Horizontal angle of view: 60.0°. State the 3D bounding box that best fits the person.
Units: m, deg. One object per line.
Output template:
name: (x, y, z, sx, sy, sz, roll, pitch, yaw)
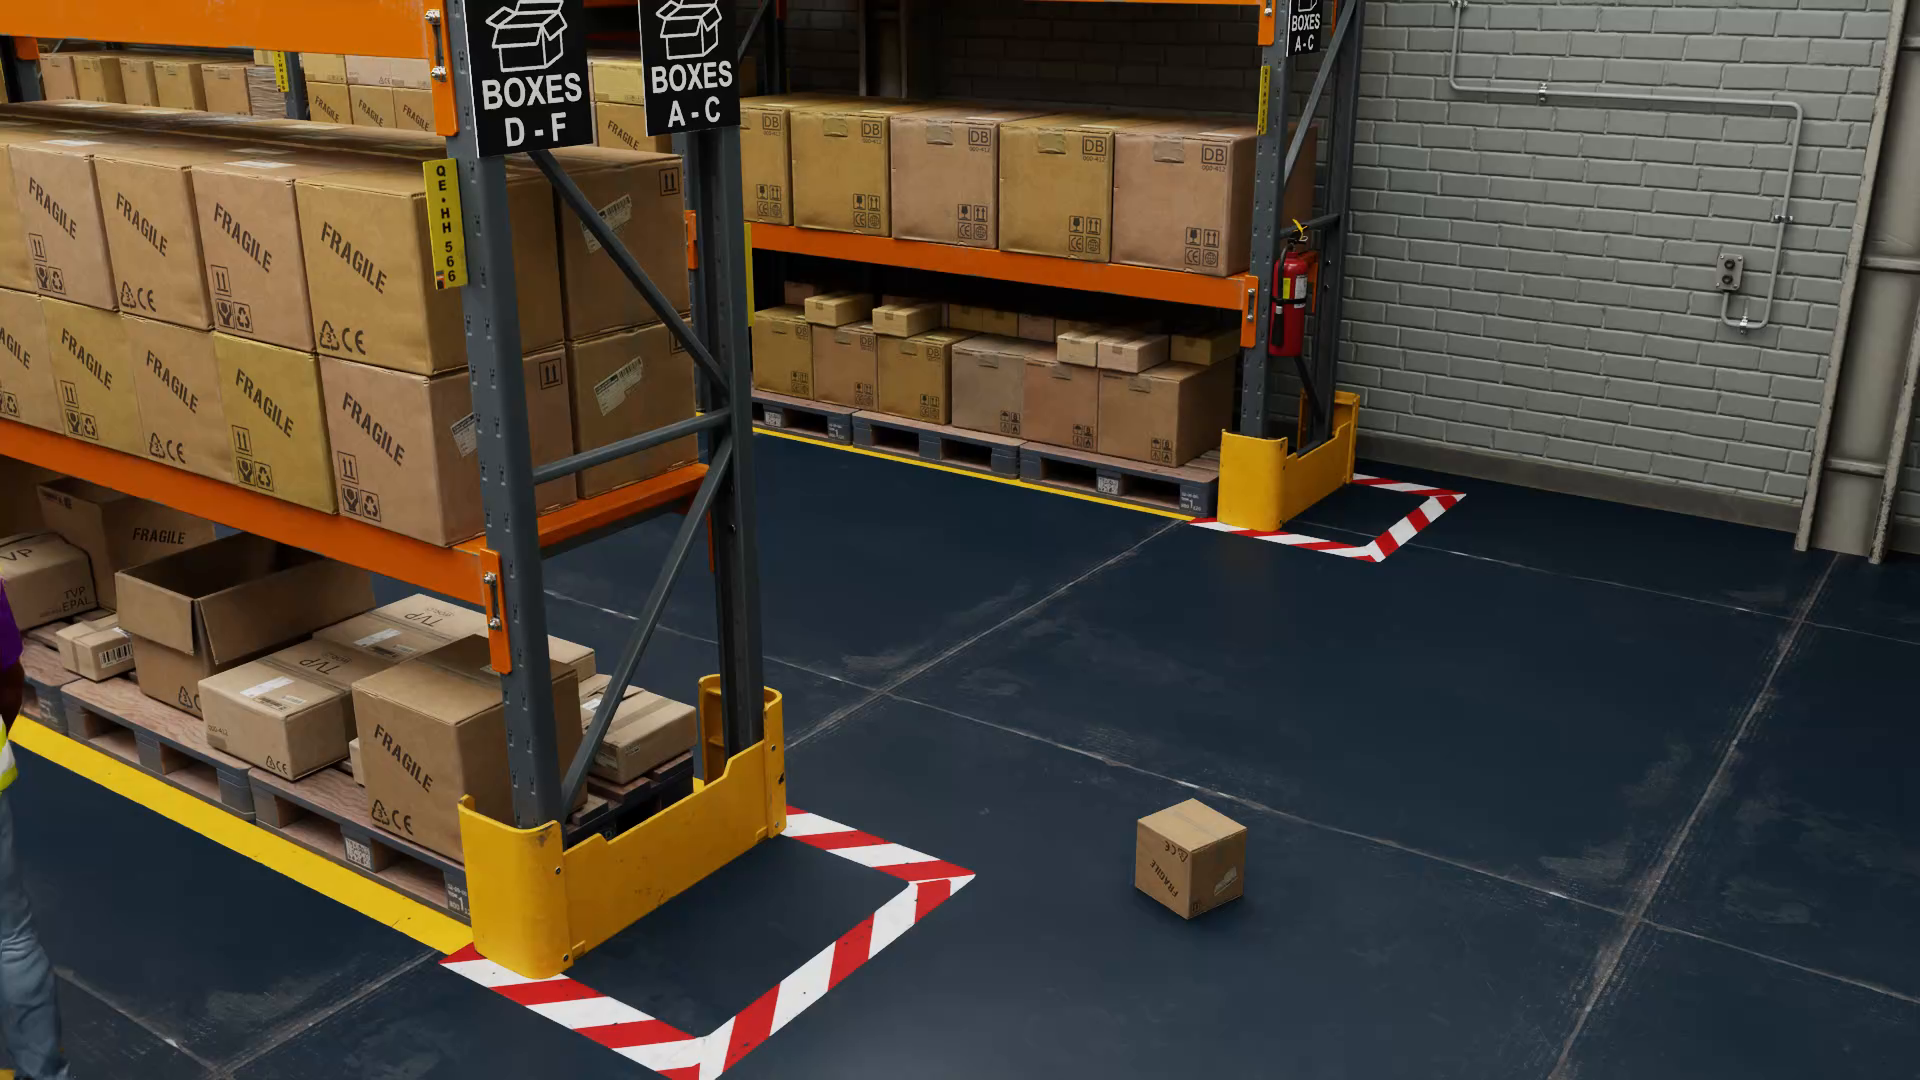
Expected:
person: (-2.663, 0.630, 4.262, 0.886, 1.749, 0.588, 13, 24, 33)
